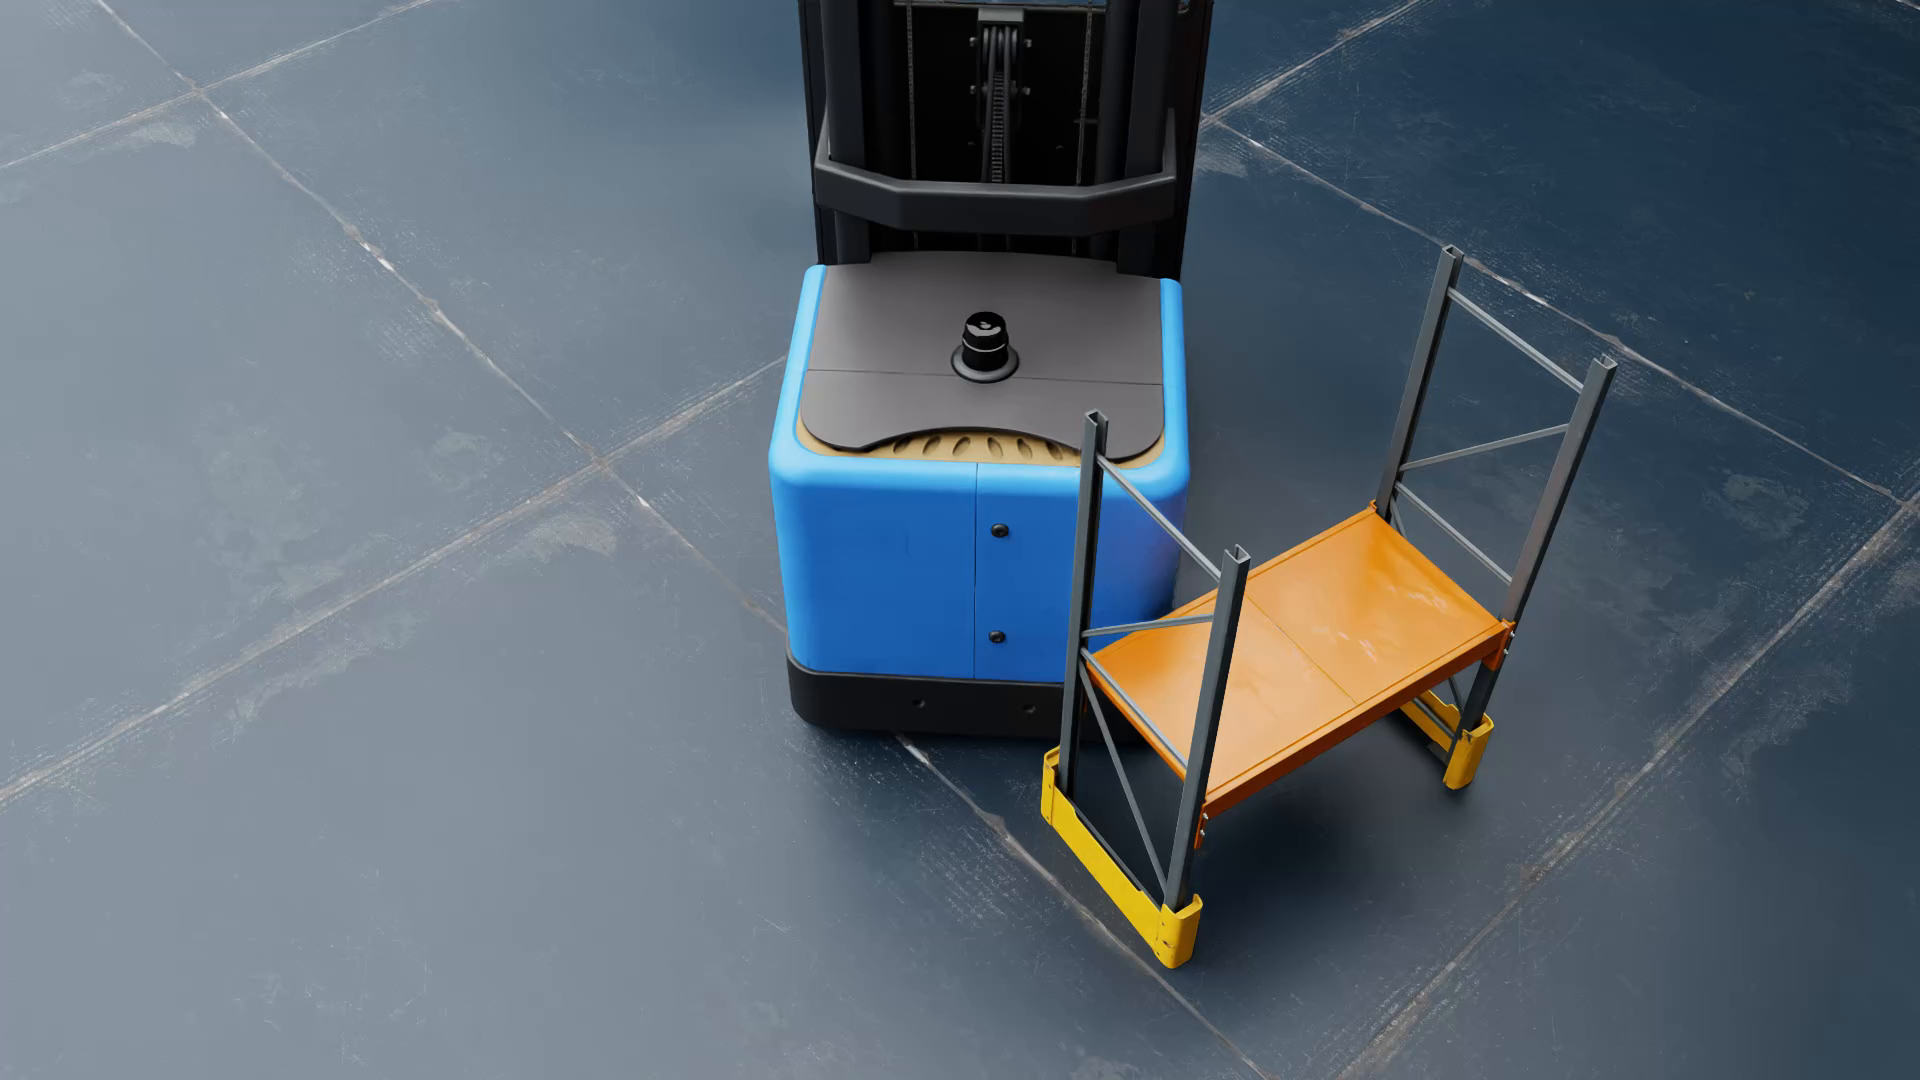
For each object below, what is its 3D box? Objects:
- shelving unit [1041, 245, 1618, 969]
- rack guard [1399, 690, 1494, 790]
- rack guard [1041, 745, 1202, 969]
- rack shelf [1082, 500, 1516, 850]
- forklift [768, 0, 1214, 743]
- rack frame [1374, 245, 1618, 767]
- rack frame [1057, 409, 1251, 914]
[{"bbox_3d":[0.825,0.194,4.051,1.083,1.500,0.587,-26,52,-22],"label":"shelving unit"},{"bbox_3d":[1.242,0.417,4.695,0.087,0.250,0.587,-26,52,-22],"label":"rack guard"},{"bbox_3d":[0.409,0.818,4.325,0.087,0.250,0.587,-26,52,-22],"label":"rack guard"},{"bbox_3d":[0.833,0.312,4.186,1.000,0.185,0.538,-26,52,-22],"label":"rack shelf"},{"bbox_3d":[0.133,-1.510,4.649,1.130,2.935,3.031,3,47,2],"label":"forklift"},{"bbox_3d":[1.259,-0.014,4.243,0.032,1.500,0.500,-26,52,-22],"label":"rack frame"},{"bbox_3d":[0.407,0.394,3.866,0.032,1.500,0.500,-26,52,-22],"label":"rack frame"}]
